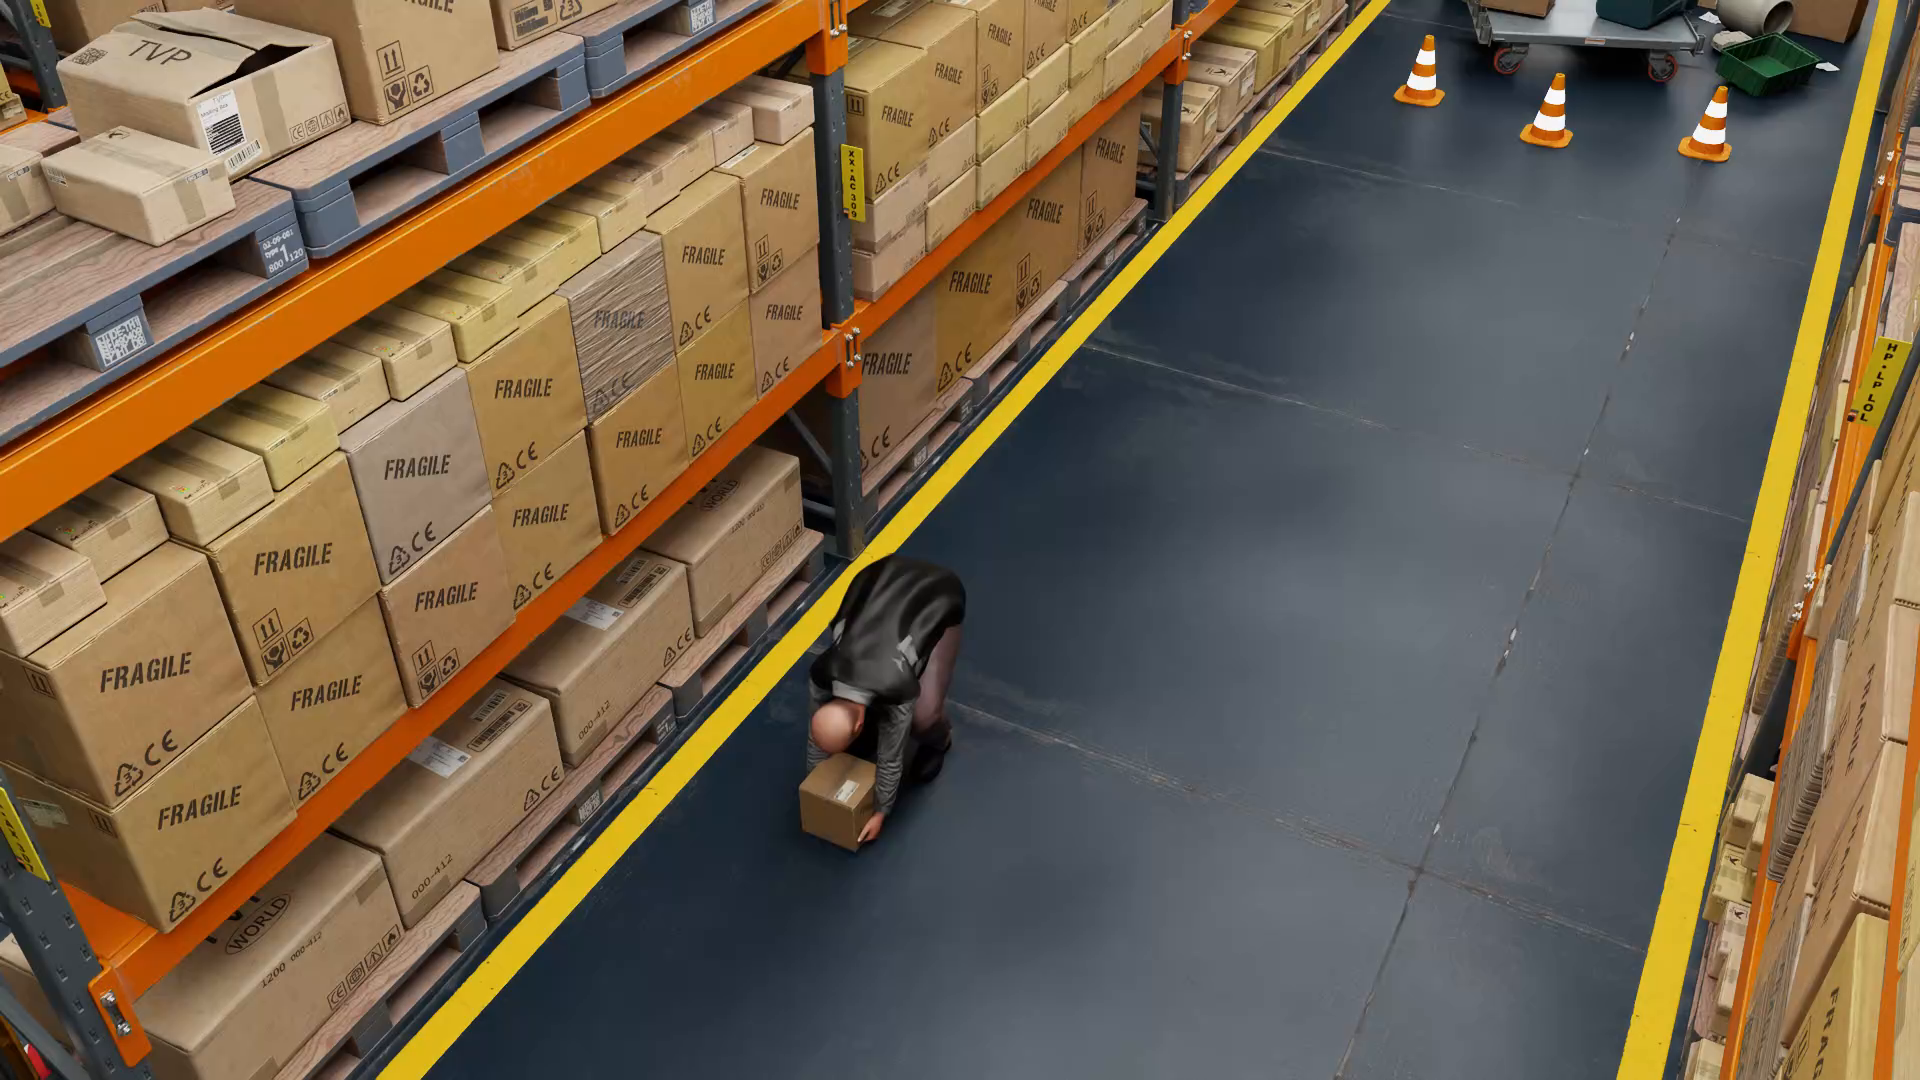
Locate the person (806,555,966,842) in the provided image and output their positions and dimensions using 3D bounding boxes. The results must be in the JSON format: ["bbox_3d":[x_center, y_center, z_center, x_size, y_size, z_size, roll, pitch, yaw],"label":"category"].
[{"bbox_3d":[-0.310,0.611,6.636,0.519,0.922,0.947,16,41,20],"label":"person"}]
